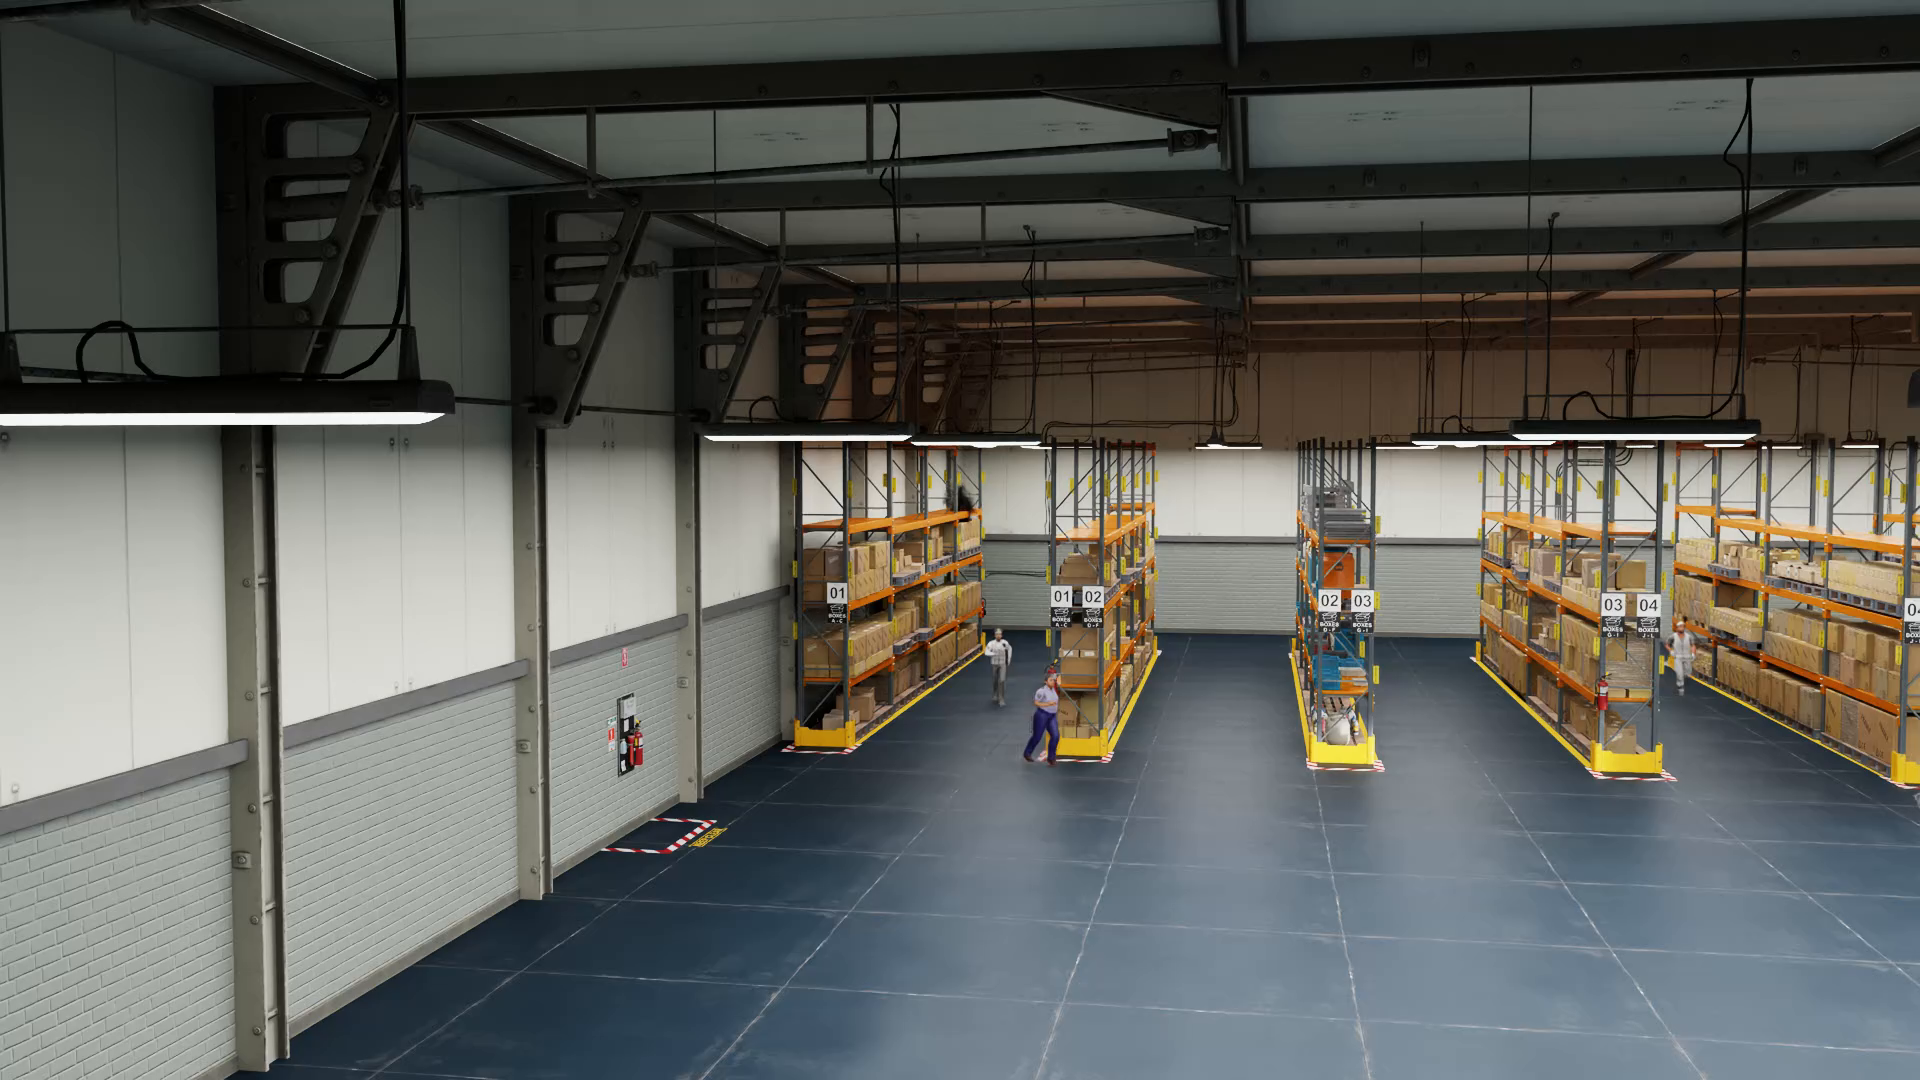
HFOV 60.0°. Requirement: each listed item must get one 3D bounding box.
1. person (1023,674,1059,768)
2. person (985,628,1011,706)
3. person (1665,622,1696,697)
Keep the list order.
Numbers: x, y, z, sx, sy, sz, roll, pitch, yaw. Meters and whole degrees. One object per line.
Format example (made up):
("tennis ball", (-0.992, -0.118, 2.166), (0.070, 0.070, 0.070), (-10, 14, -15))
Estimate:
("person", (1.551, 3.348, 30.410), (0.606, 1.623, 0.746), (-3, 4, -41))
("person", (0.870, 2.869, 37.813), (0.612, 1.743, 0.805), (0, 3, 0))
("person", (17.012, 2.796, 39.260), (0.673, 1.739, 0.763), (0, 3, 8))
